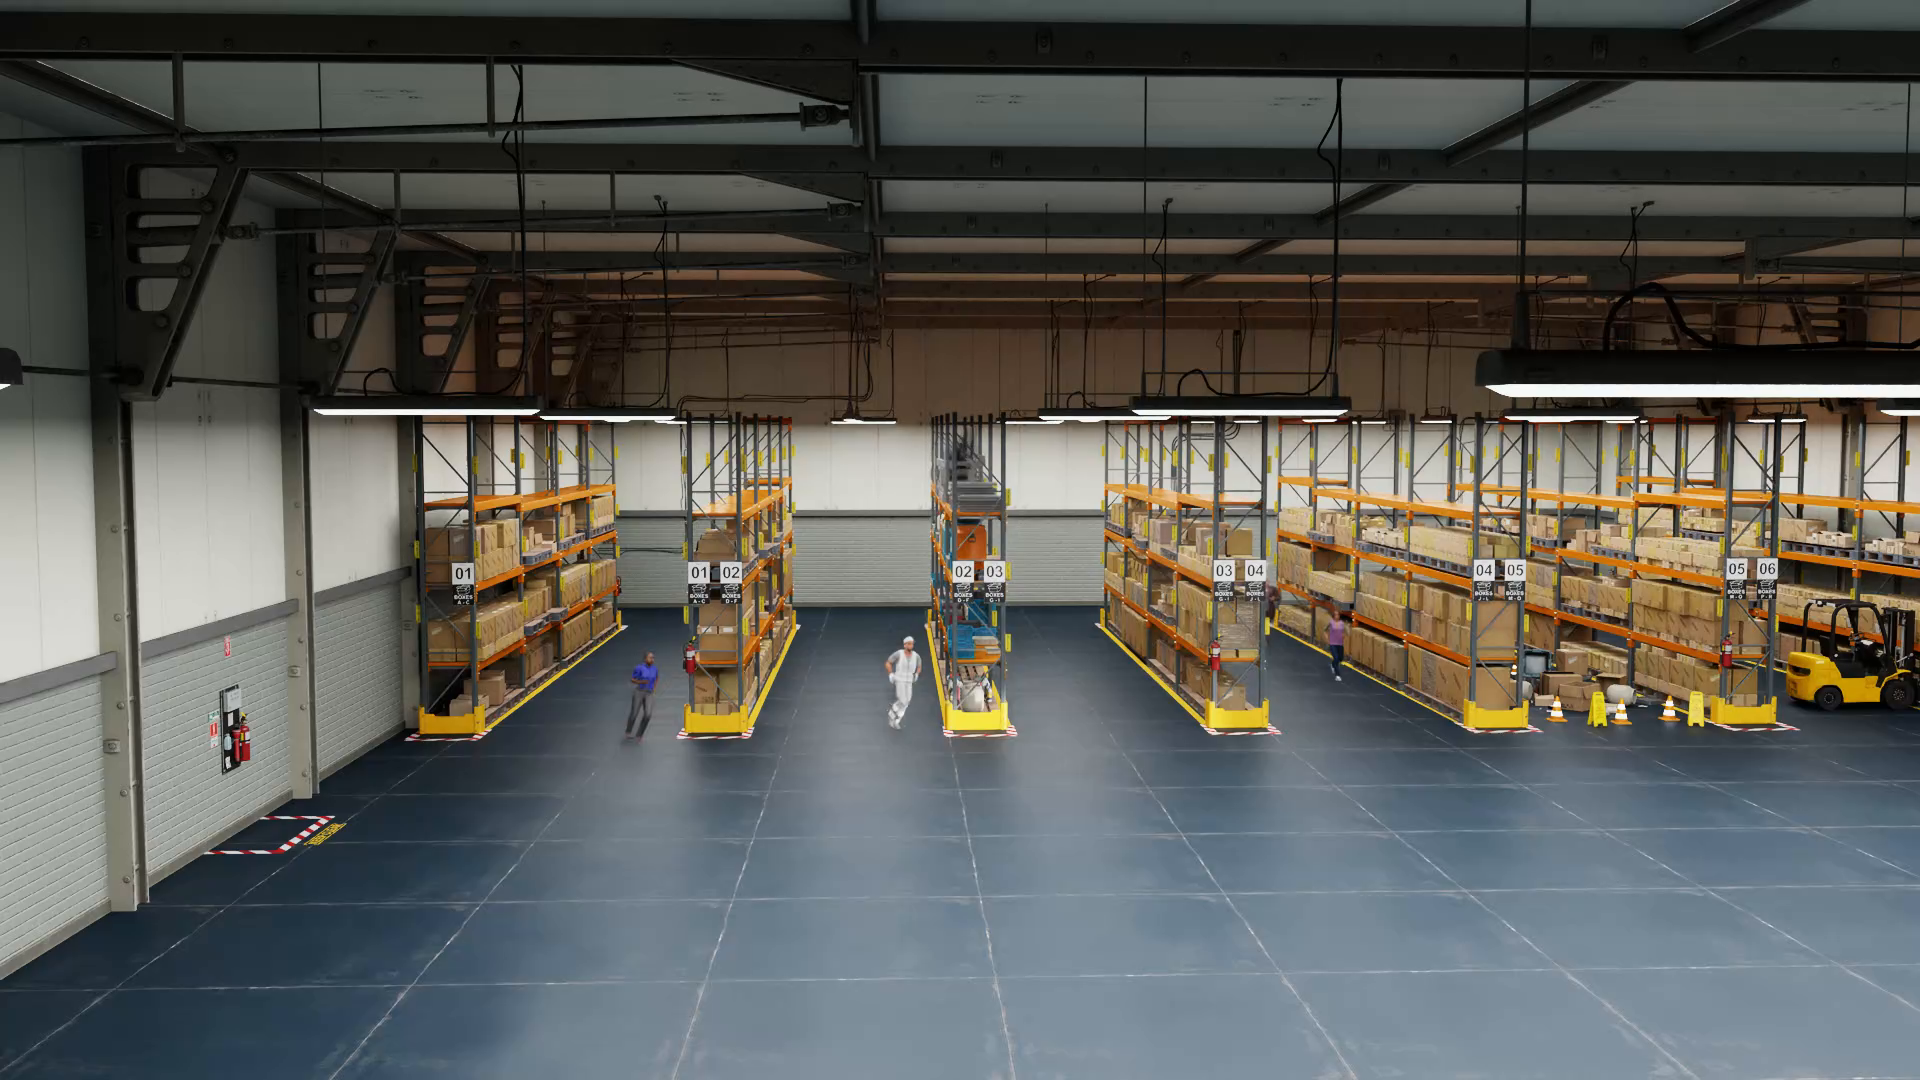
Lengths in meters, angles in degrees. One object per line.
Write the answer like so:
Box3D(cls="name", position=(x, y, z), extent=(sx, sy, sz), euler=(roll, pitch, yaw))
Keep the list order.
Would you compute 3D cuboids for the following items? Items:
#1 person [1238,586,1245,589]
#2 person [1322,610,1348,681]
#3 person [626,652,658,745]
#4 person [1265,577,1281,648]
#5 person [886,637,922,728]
Box3D(cls="person", position=(7.864, 1.767, 45.358), extent=(0.604, 1.823, 0.899), euler=(0, 4, -1))
Box3D(cls="person", position=(8.501, 2.368, 37.655), extent=(0.547, 1.570, 0.823), euler=(0, 4, -6))
Box3D(cls="person", position=(-5.732, 2.865, 30.222), extent=(0.611, 1.679, 0.704), euler=(-2, 4, -27))
Box3D(cls="person", position=(8.056, 1.866, 43.598), extent=(0.679, 1.814, 0.964), euler=(0, 4, 3))
Box3D(cls="person", position=(-1.015, 2.703, 31.534), extent=(0.667, 1.736, 0.548), euler=(-2, 4, -27))
